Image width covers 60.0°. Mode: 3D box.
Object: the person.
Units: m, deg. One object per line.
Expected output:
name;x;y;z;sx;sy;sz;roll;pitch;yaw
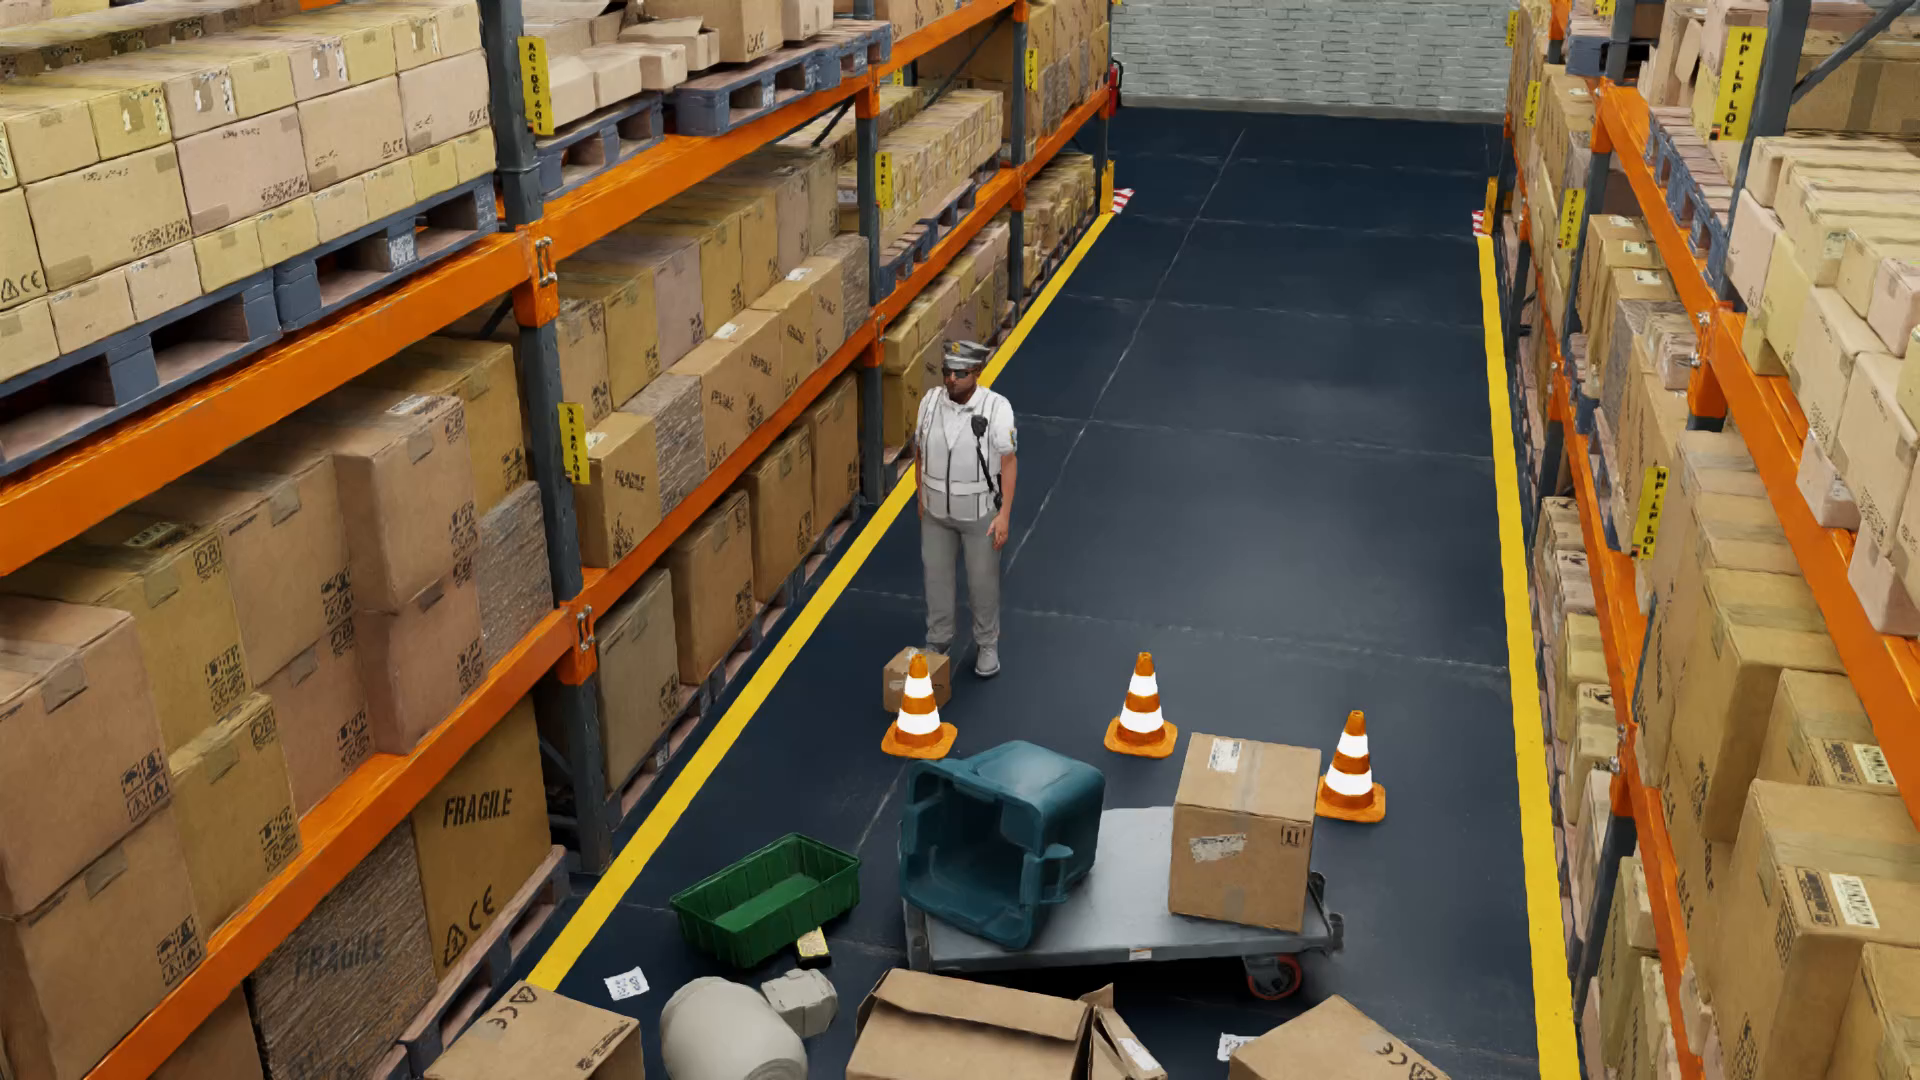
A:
person;0.001;-0.162;8.390;0.553;1.778;0.451;10;27;20
